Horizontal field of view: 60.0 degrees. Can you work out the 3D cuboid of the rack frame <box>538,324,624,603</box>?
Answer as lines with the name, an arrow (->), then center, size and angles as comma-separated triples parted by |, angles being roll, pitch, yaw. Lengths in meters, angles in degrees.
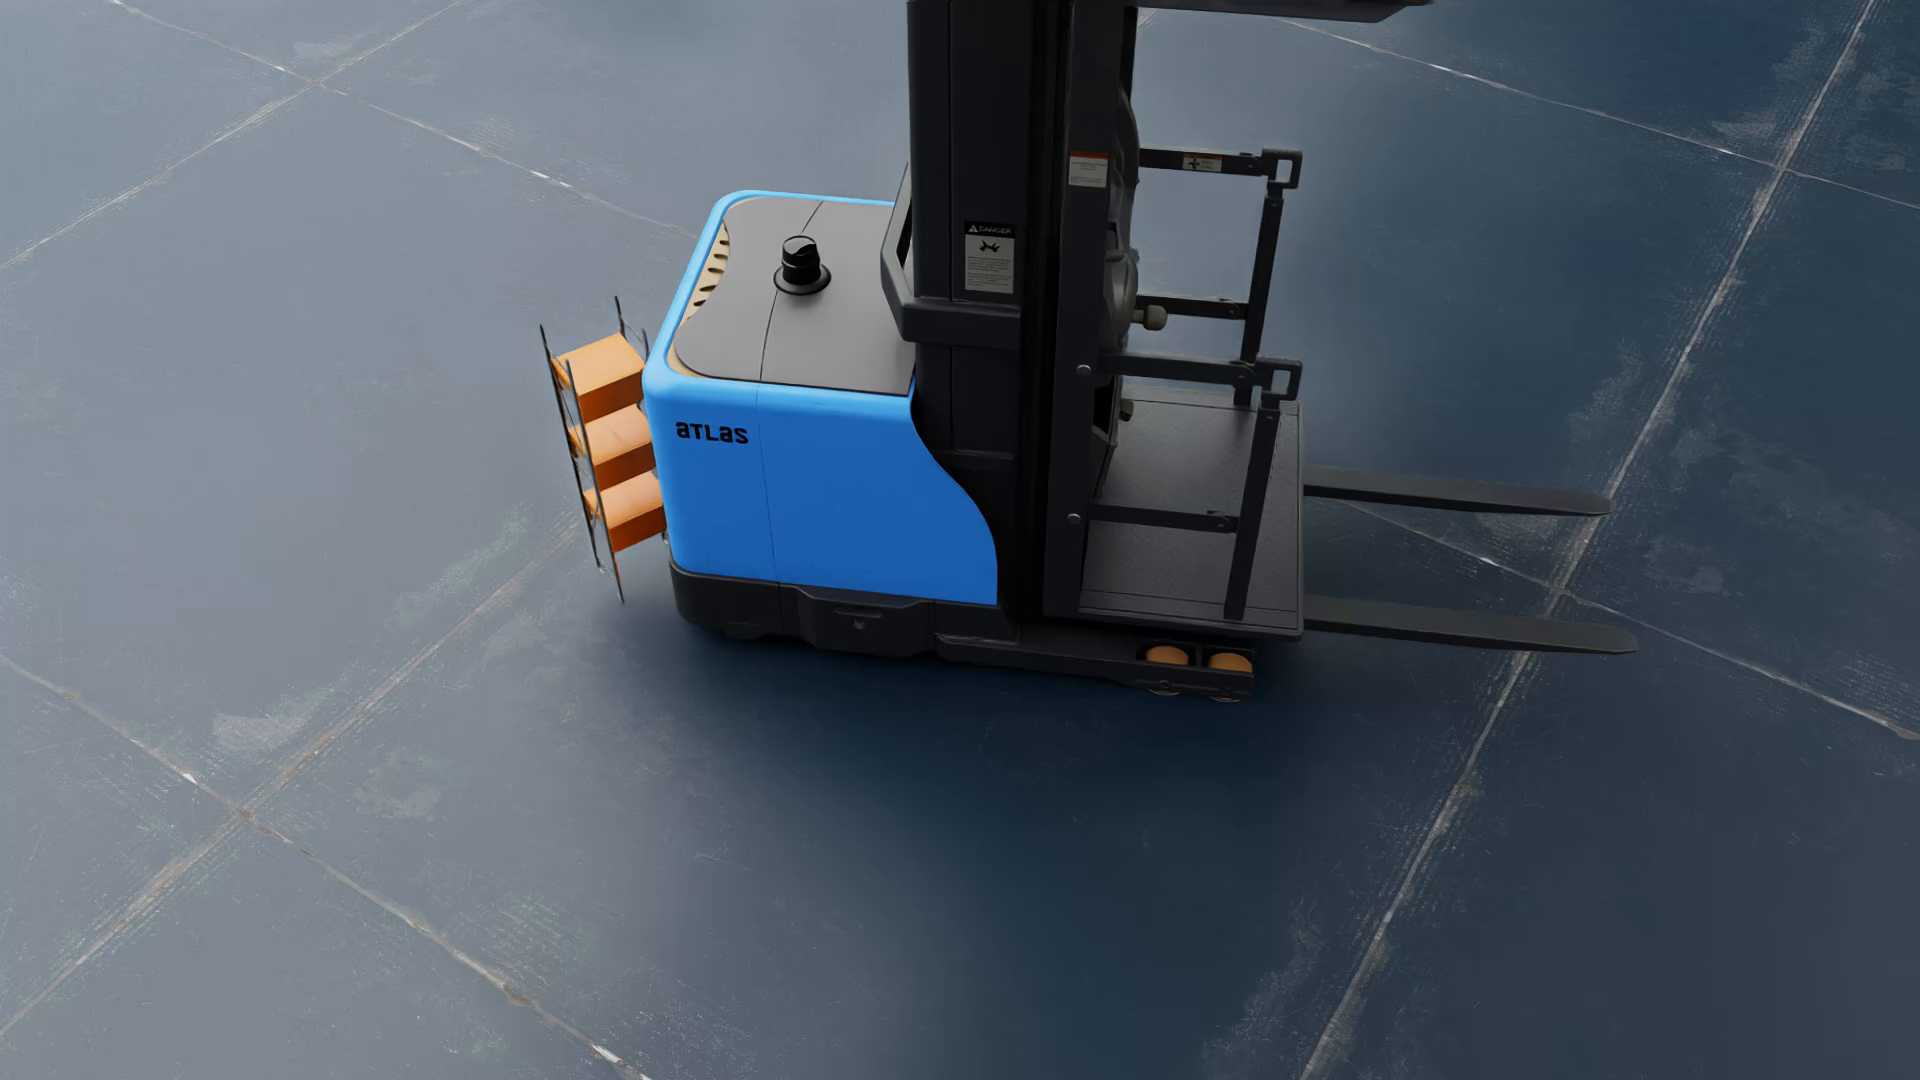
rack frame -> -1.182, -0.214, 5.226 | 0.008, 1.050, 0.200 | -26, 51, -22

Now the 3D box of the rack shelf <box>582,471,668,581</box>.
rack shelf -> -1.078, -0.063, 5.480 | 0.240, 0.259, 0.215 | -26, 51, -22

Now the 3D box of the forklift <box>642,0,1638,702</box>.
forklift -> 0.634, -0.919, 4.599 | 3.031, 2.935, 1.130 | 6, 46, 6

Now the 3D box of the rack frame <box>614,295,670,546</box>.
rack frame -> -0.979, -0.313, 5.319 | 0.008, 1.050, 0.200 | -26, 51, -22

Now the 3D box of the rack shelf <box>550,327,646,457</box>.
rack shelf -> -1.082, -0.453, 5.075 | 0.240, 0.259, 0.215 | -26, 51, -22

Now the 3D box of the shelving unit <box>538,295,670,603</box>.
shelving unit -> -1.080, -0.263, 5.272 | 0.252, 1.050, 0.215 | -26, 51, -22

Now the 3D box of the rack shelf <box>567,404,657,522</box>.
rack shelf -> -1.080, -0.256, 5.280 | 0.240, 0.259, 0.215 | -26, 51, -22
